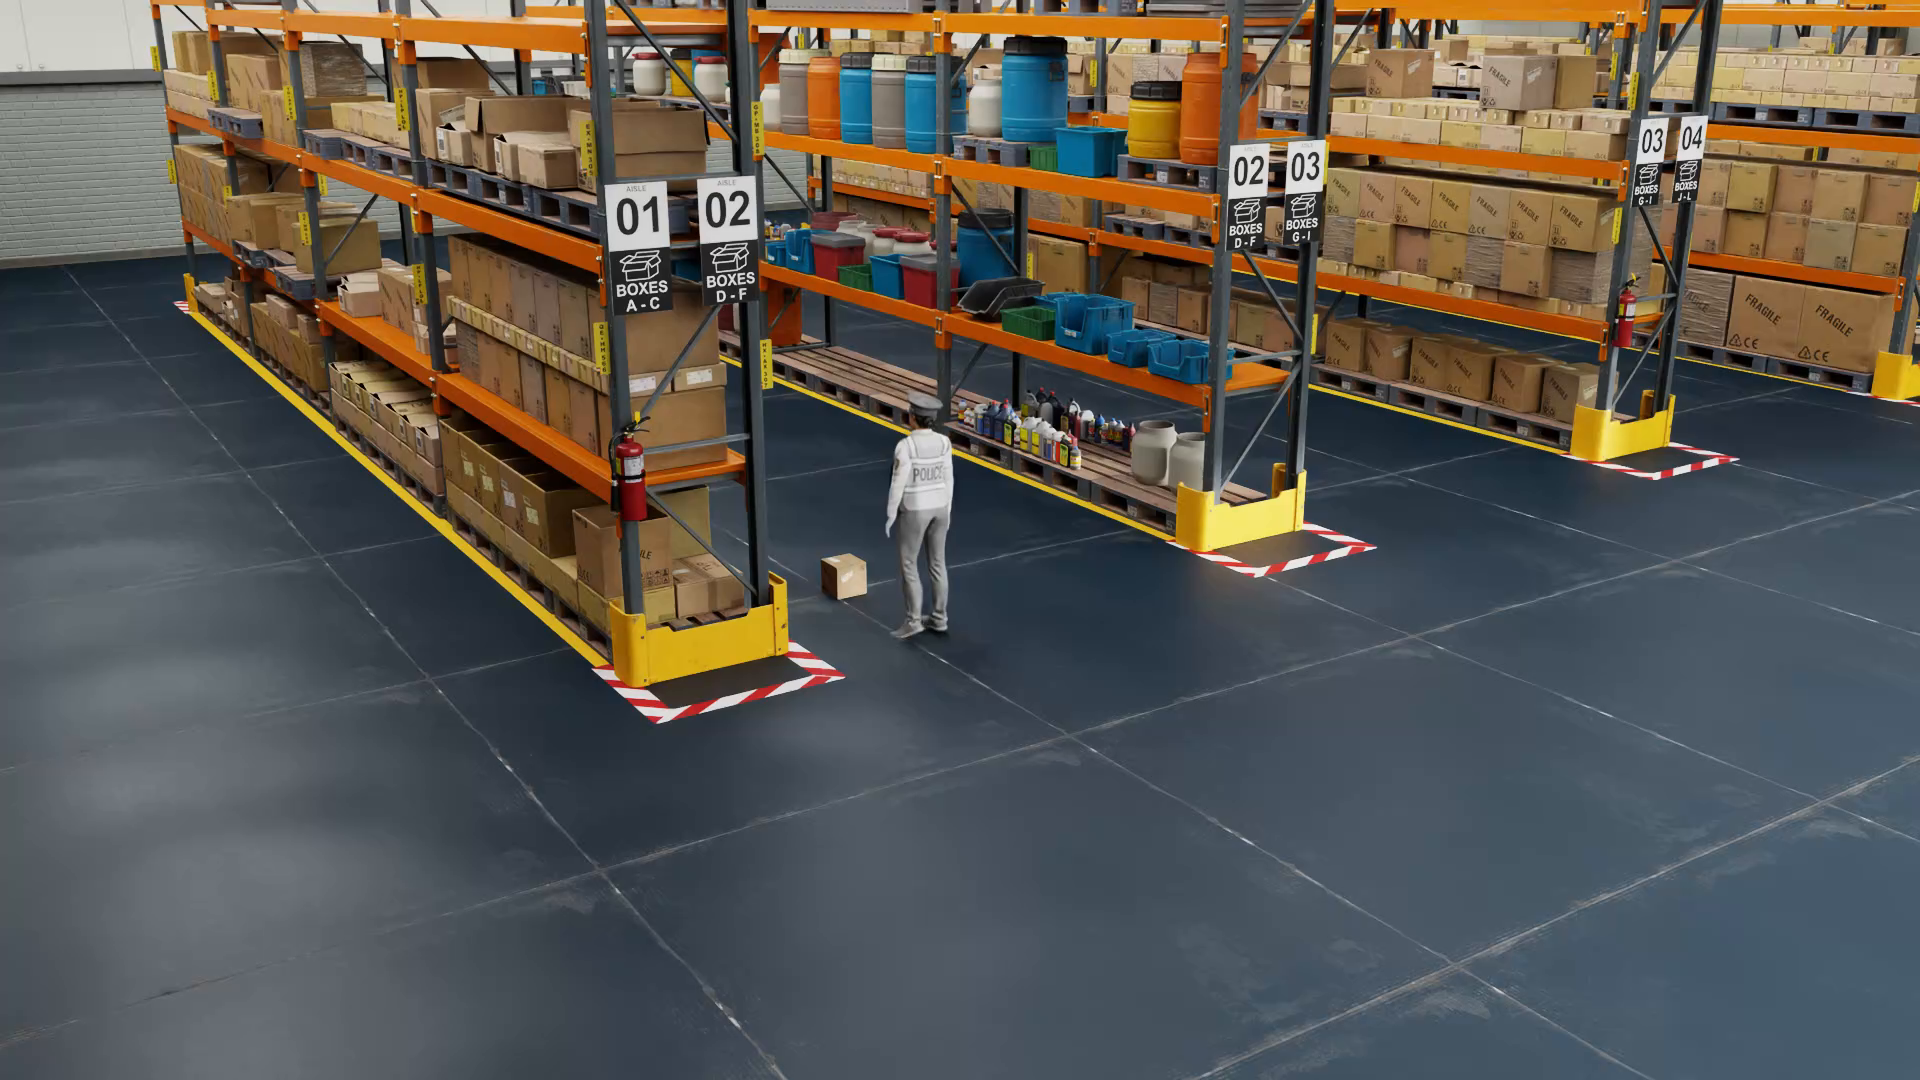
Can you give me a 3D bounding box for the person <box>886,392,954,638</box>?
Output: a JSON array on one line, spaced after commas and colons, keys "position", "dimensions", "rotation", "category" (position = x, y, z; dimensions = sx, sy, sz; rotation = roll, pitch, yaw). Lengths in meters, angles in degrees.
[{"position": [-0.270, -0.144, 11.511], "dimensions": [0.512, 1.731, 0.354], "rotation": [-11, 21, -31], "category": "person"}]
